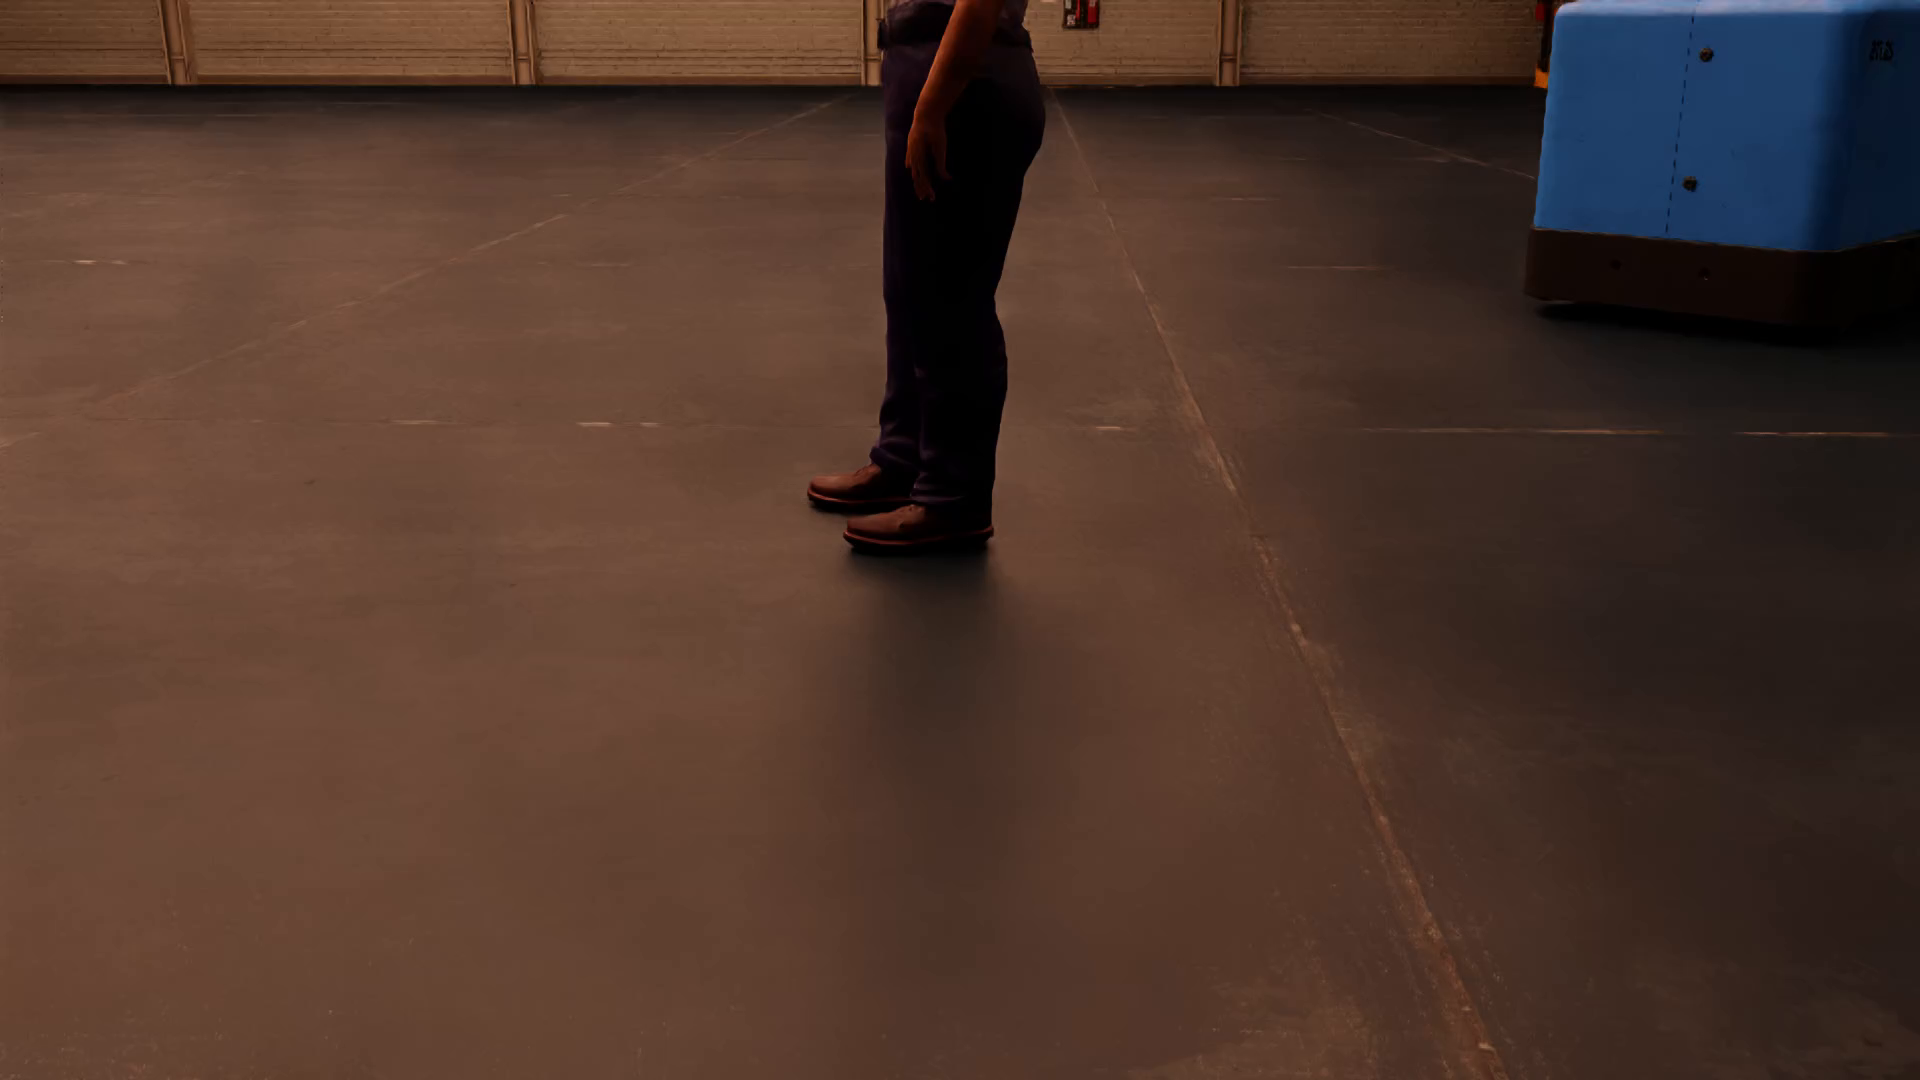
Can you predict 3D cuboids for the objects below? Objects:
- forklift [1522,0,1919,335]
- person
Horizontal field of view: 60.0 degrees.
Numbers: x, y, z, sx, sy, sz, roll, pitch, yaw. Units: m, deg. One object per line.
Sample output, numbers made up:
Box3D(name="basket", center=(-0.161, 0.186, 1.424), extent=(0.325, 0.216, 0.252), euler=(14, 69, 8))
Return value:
Box3D(name="forklift", center=(3.433, -2.425, 6.238), extent=(3.031, 2.935, 1.130), euler=(-16, 24, -42))
Box3D(name="person", center=(-0.089, -0.796, 3.151), extent=(0.502, 1.640, 0.599), euler=(1, 17, 2))
